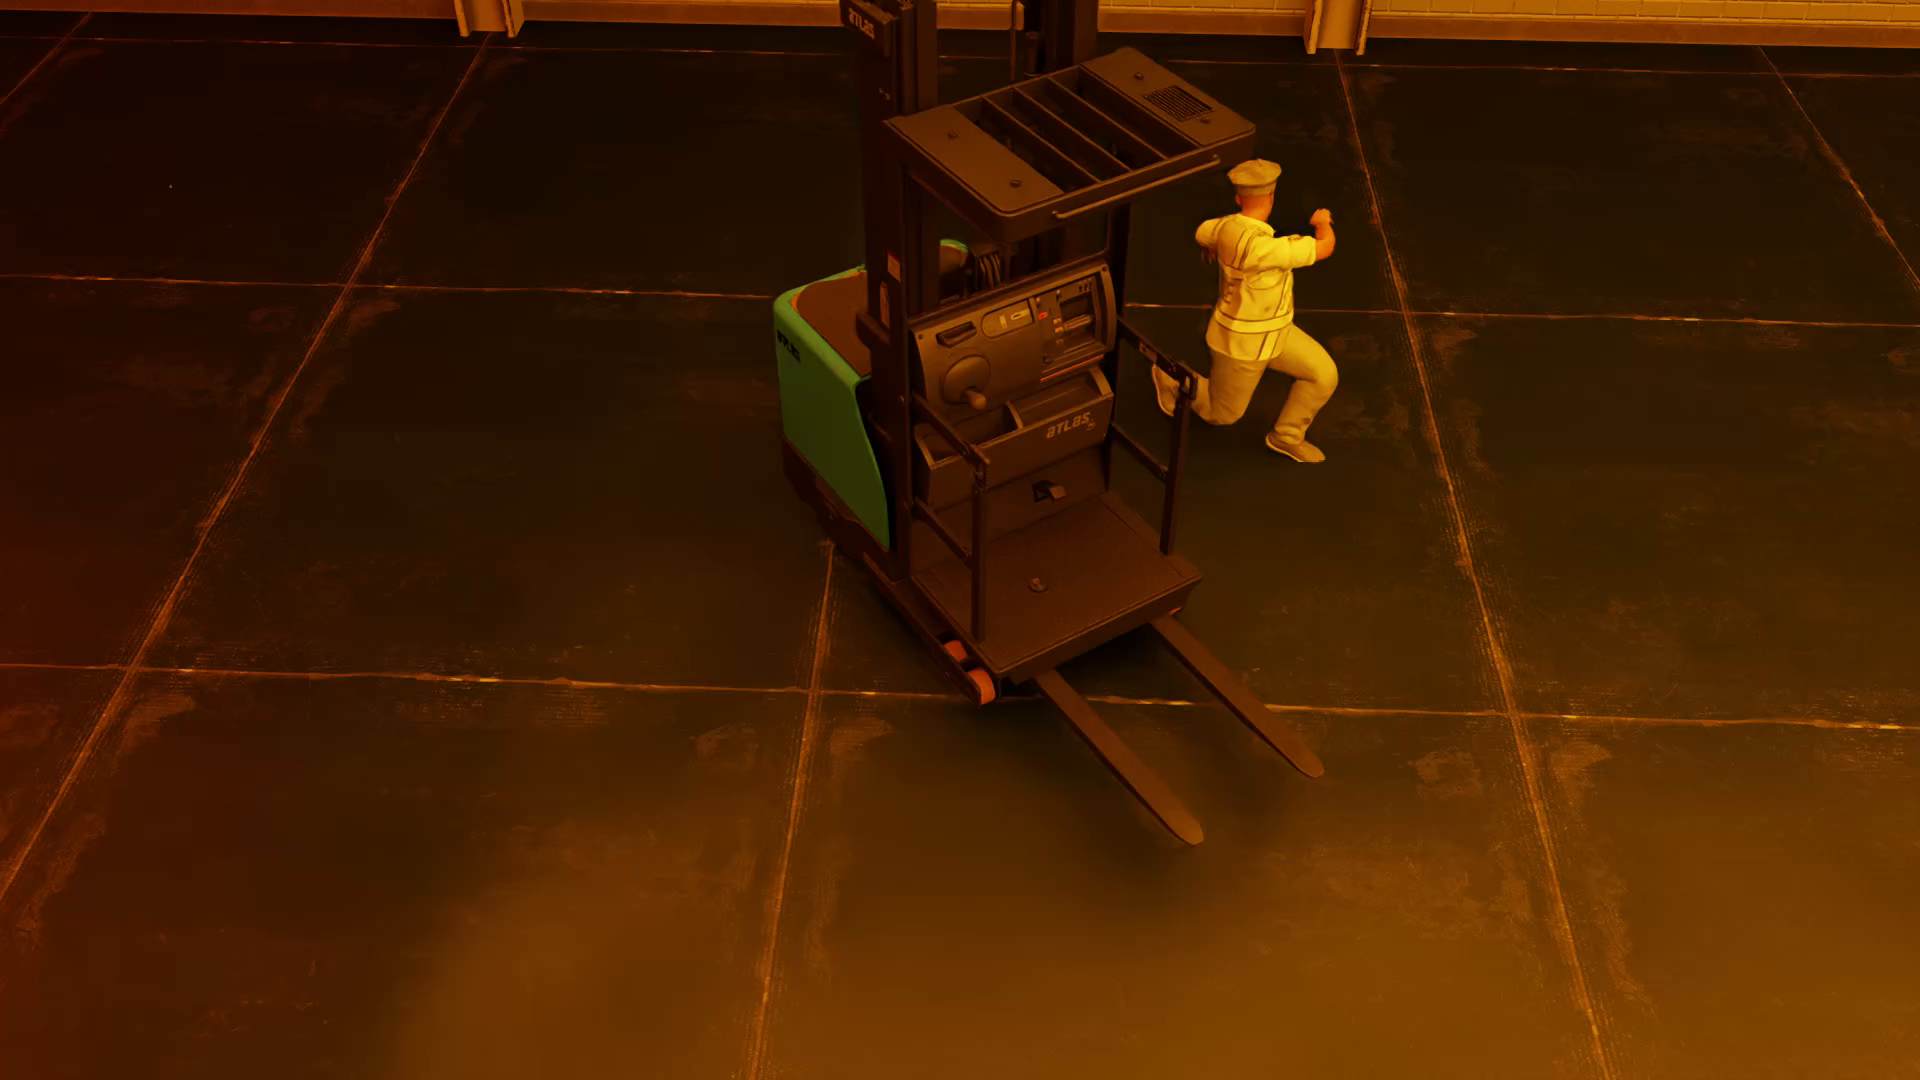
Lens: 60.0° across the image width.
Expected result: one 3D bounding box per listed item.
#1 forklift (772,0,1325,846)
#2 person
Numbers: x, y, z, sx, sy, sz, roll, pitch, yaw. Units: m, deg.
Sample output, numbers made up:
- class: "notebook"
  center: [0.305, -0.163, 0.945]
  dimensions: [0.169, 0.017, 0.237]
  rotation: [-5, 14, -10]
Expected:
- class: "forklift"
  center: [0.348, -0.737, 6.549]
  dimensions: [1.130, 2.935, 3.031]
  rotation: [-23, 47, -23]
- class: "person"
  center: [1.455, -1.159, 8.132]
  dimensions: [0.975, 1.501, 0.824]
  rotation: [17, 45, 17]
